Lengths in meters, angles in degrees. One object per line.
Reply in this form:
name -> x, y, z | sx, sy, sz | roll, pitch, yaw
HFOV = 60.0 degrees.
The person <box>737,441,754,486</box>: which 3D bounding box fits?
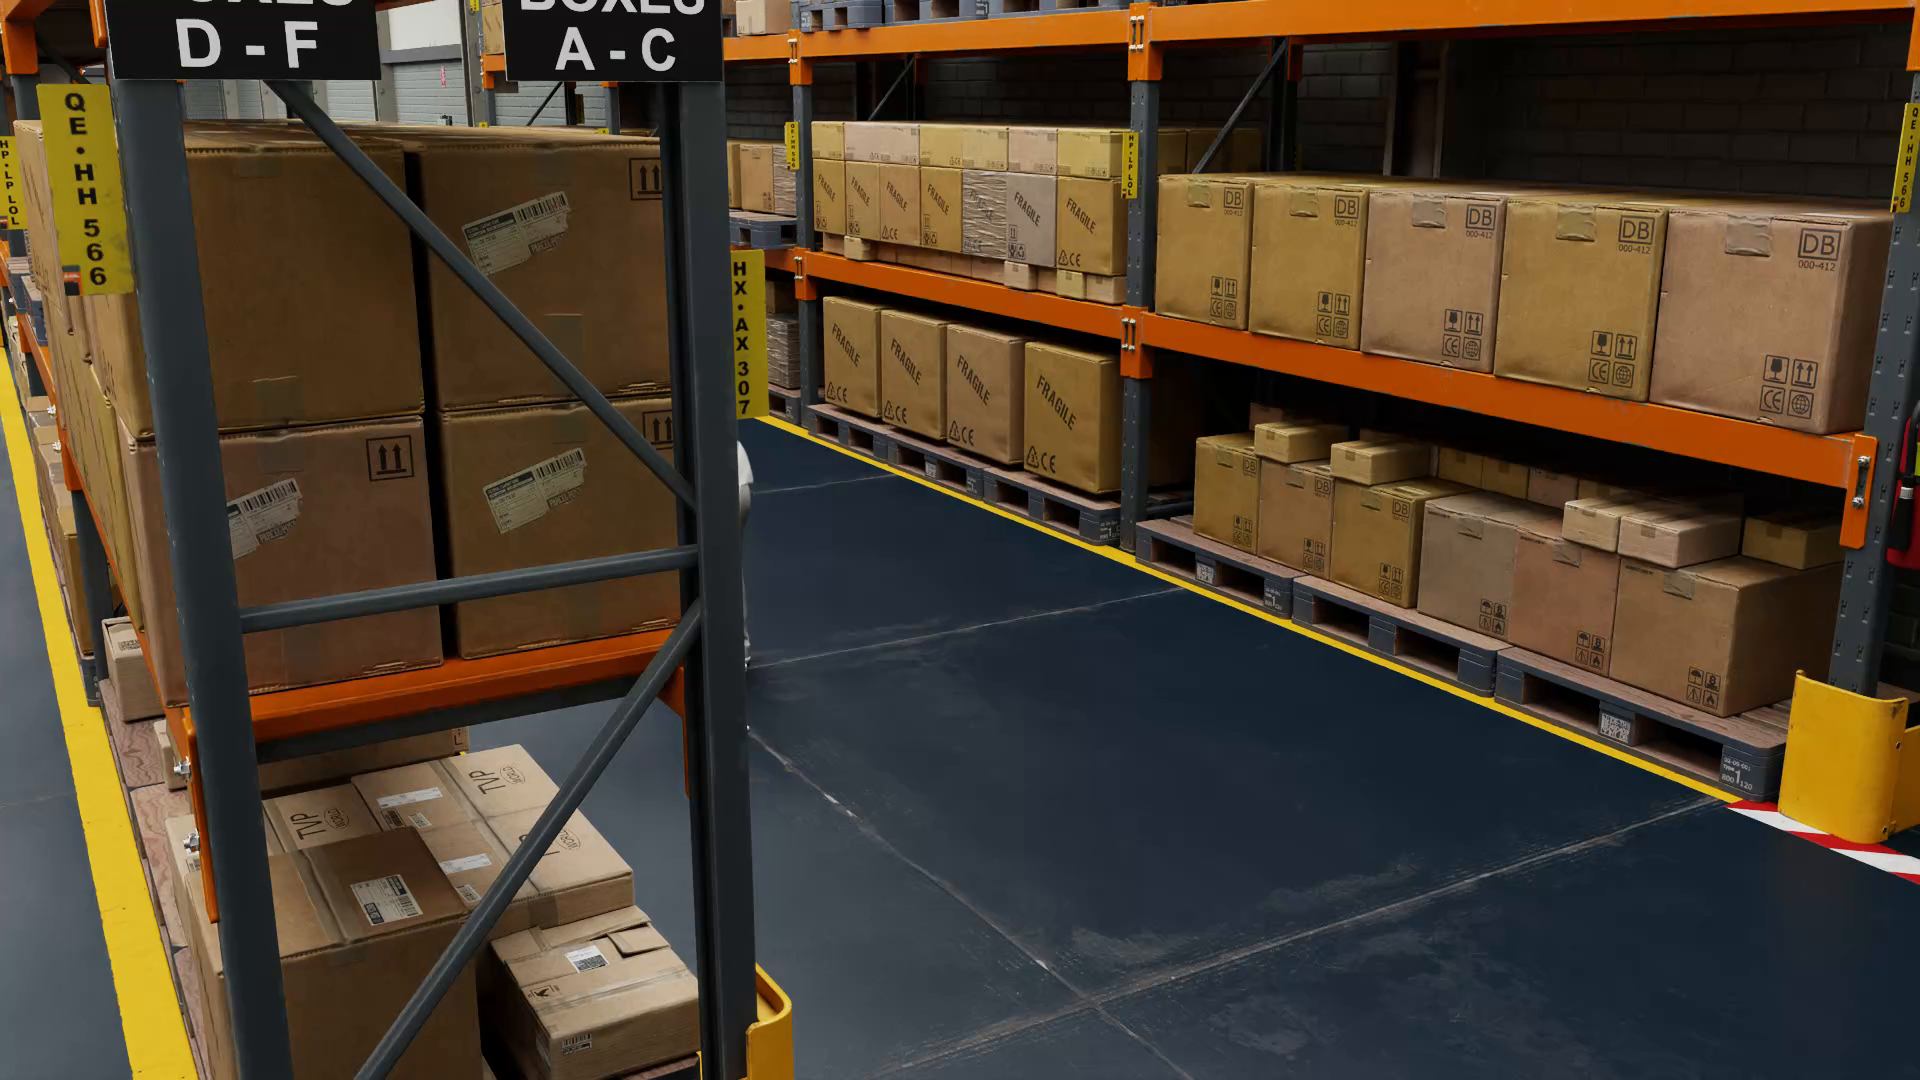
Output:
person -> -1.152, -0.234, 7.086 | 0.412, 0.653, 0.681 | -10, 18, -32
